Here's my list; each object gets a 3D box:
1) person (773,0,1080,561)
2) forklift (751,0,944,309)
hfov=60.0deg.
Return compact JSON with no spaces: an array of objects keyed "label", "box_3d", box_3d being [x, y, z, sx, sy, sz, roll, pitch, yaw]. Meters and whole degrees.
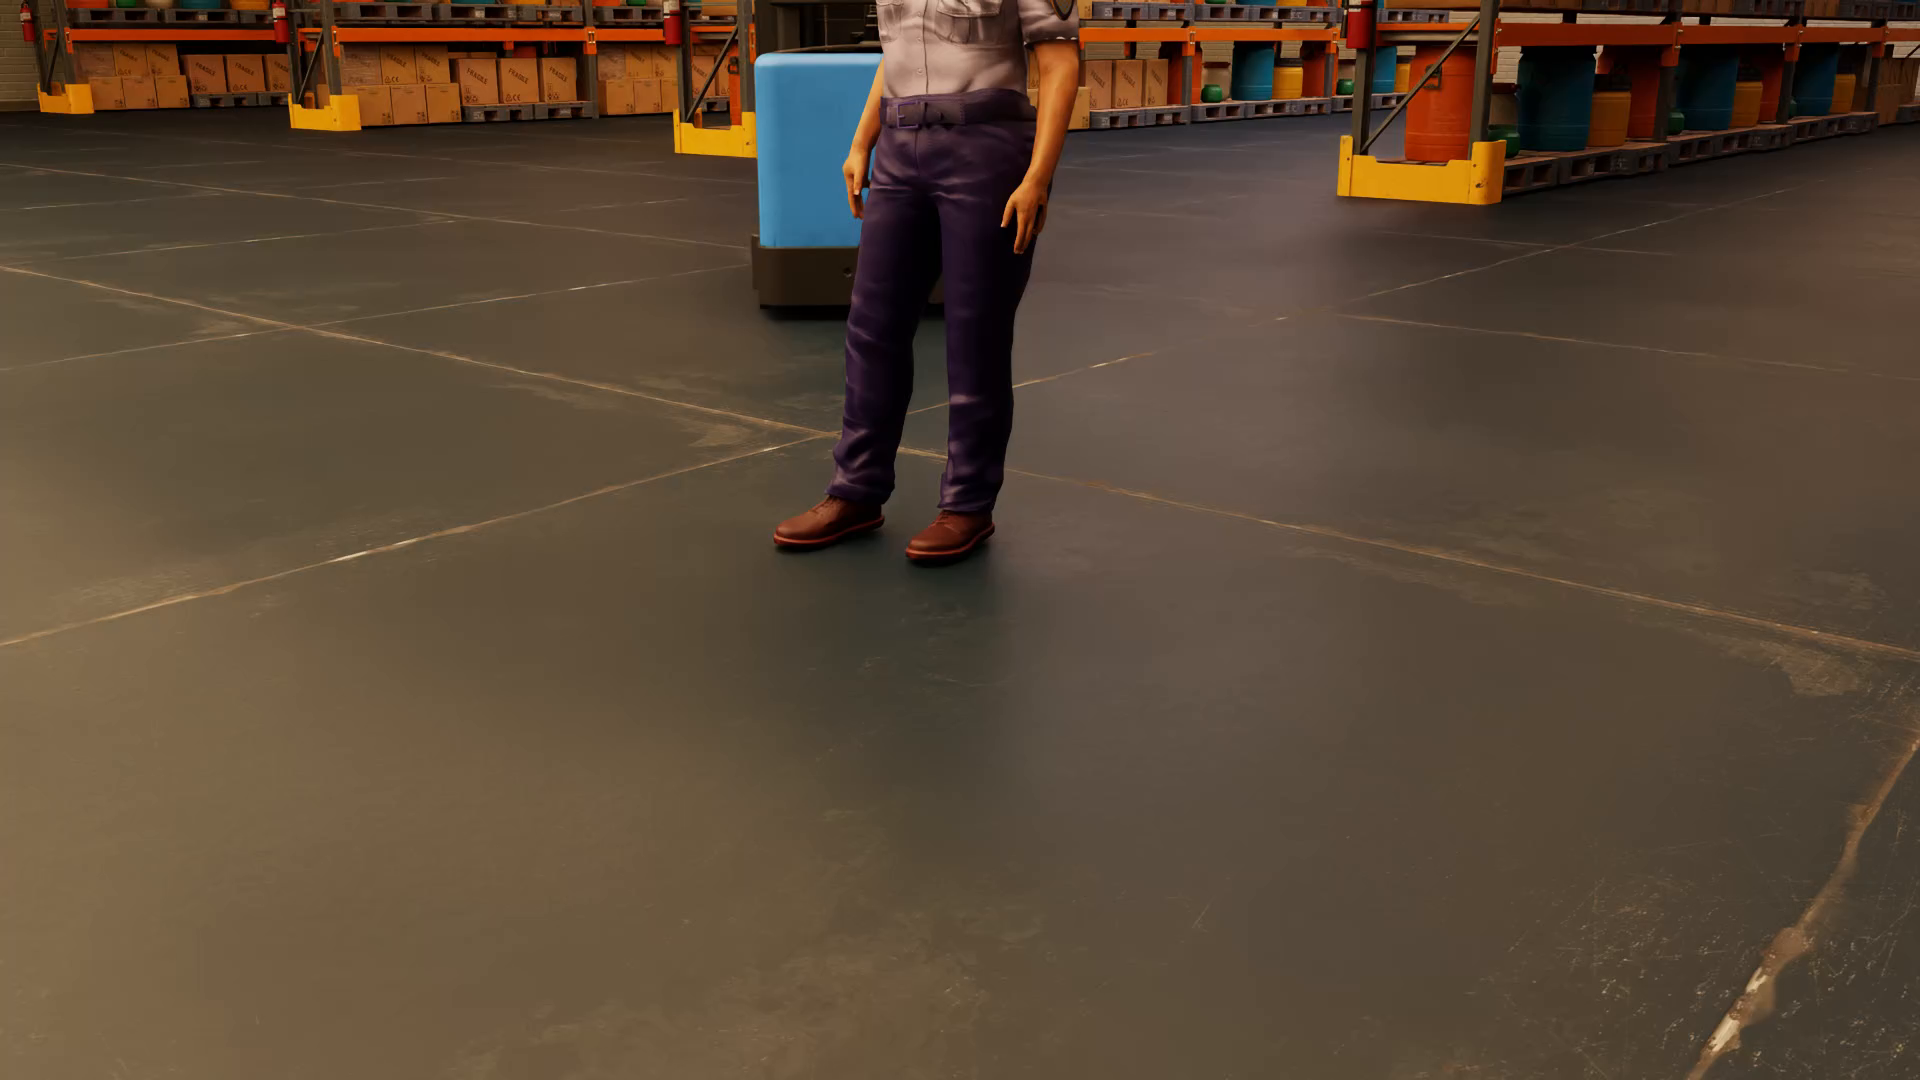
[{"label":"person","box_3d":[-0.075,-0.779,3.648,0.598,1.651,0.502,13,21,37]},{"label":"forklift","box_3d":[-0.437,-2.751,7.958,1.130,2.935,3.031,-1,17,-5]}]
